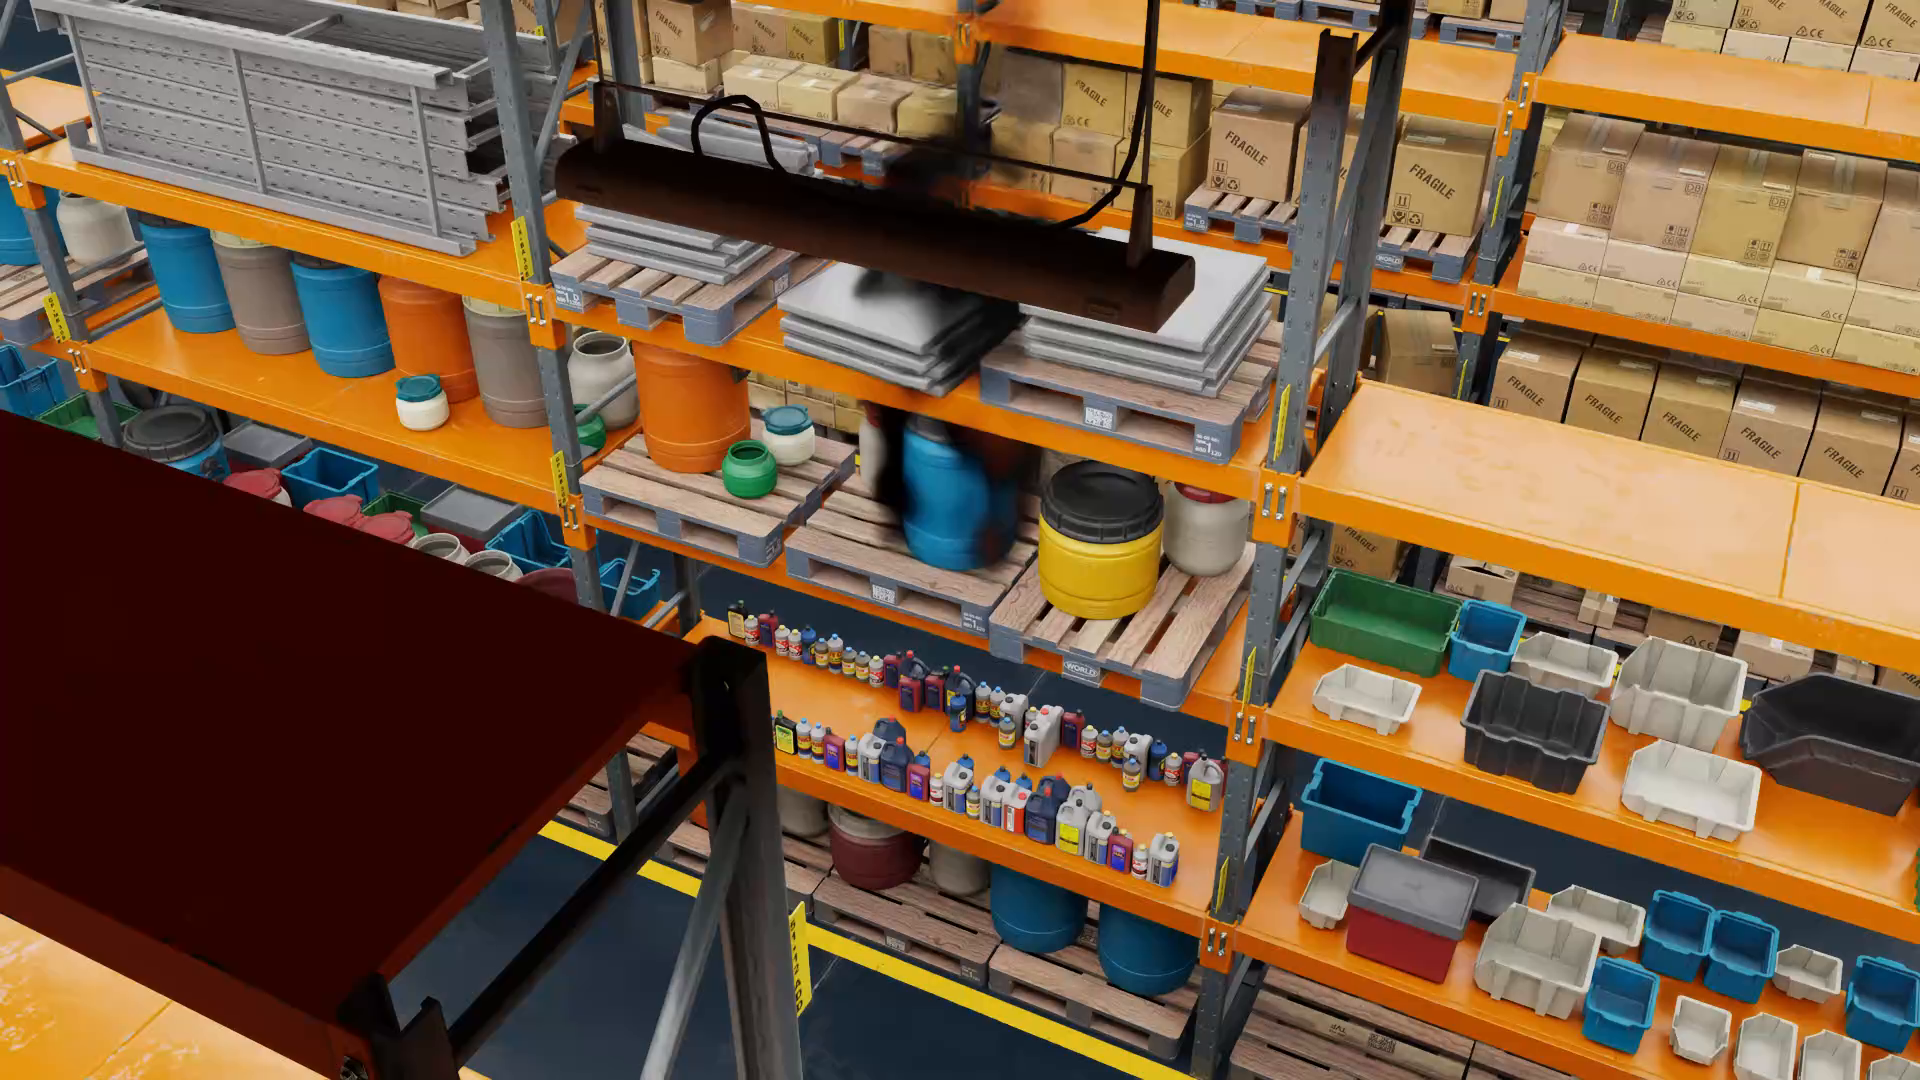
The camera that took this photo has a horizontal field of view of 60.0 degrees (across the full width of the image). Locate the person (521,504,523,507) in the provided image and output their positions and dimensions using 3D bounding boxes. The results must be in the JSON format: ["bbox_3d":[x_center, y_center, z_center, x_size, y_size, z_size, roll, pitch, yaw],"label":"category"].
[{"bbox_3d":[-3.941,-0.890,13.625,0.804,1.748,0.694,12,37,17],"label":"person"}]

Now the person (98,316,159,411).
[{"bbox_3d":[-7.071,-1.336,14.358,0.841,1.677,0.560,20,40,26],"label":"person"}]
